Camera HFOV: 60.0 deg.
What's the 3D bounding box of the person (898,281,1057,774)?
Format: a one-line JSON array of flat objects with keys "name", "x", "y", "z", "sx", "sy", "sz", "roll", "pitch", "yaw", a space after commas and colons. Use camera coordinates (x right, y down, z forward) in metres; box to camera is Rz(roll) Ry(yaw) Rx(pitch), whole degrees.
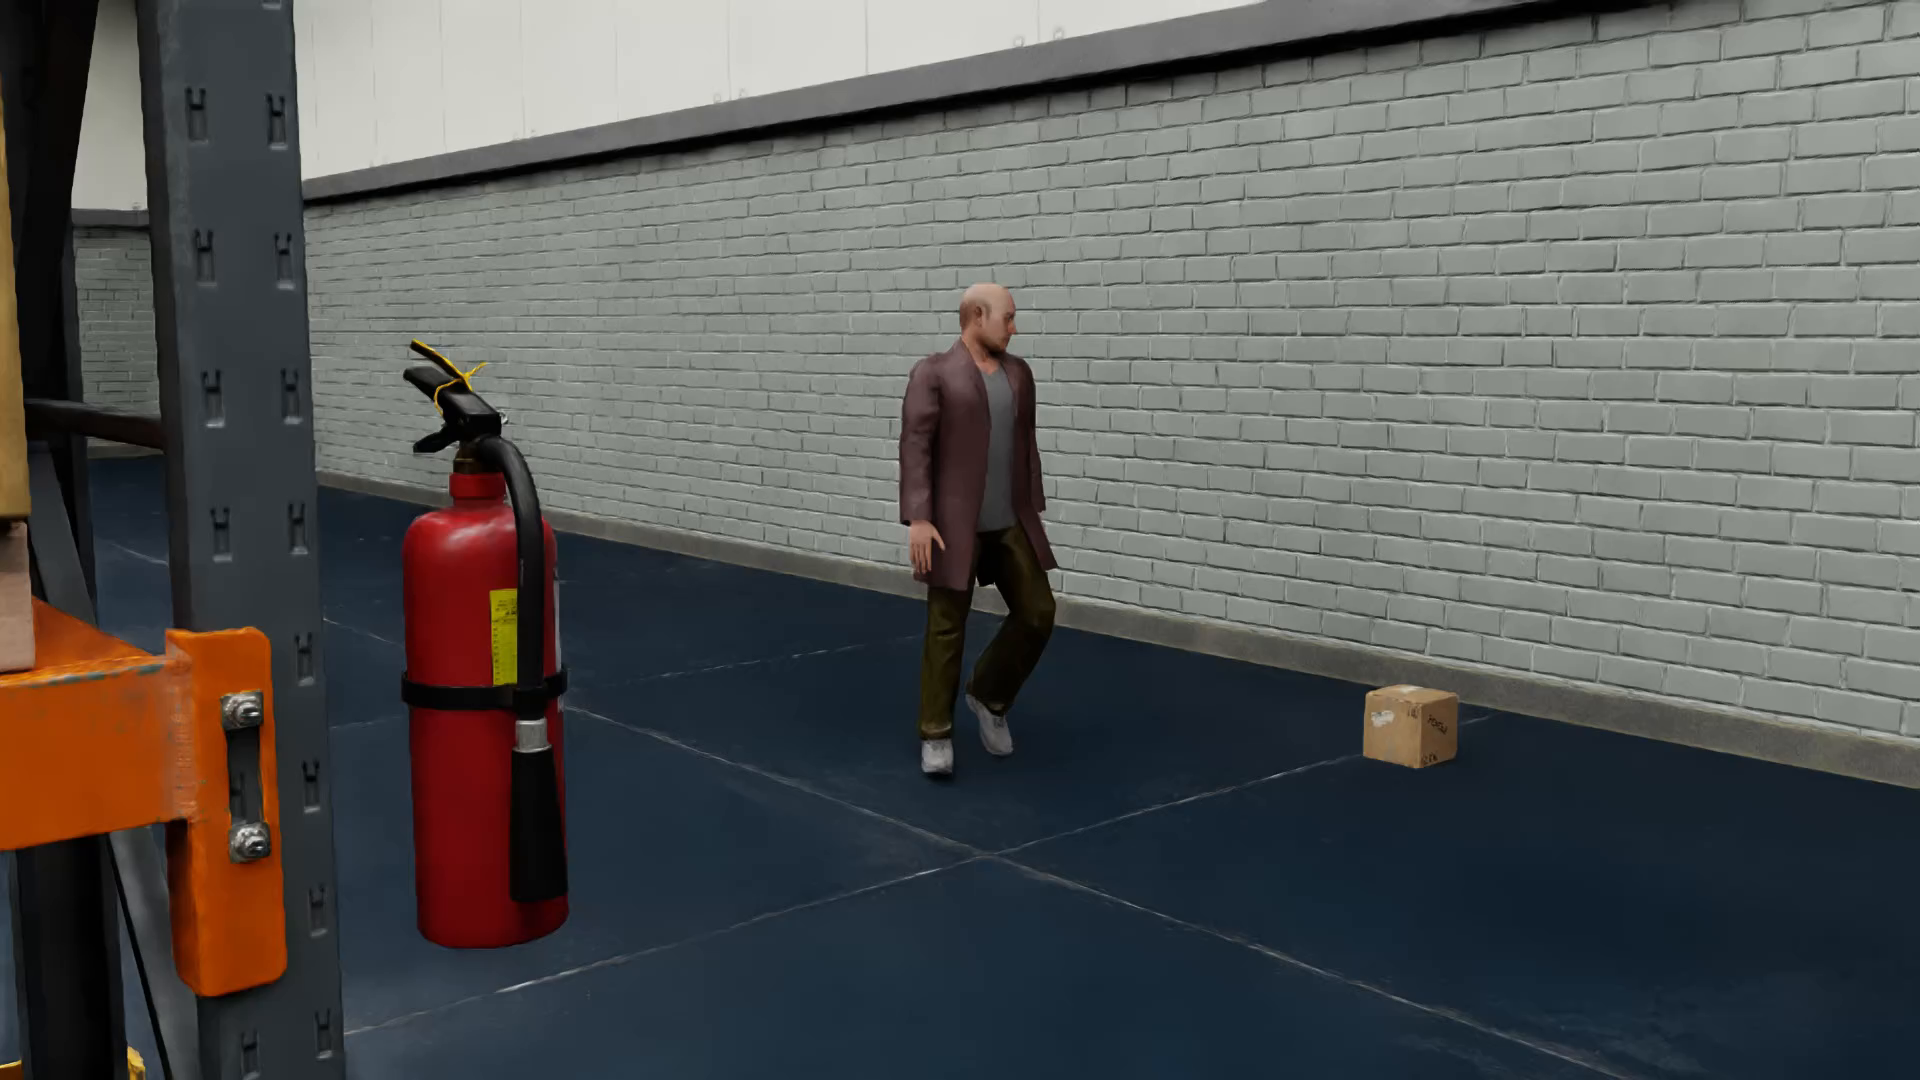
[{"name": "person", "x": 0.038, "y": -0.061, "z": 6.182, "sx": 0.650, "sy": 1.779, "sz": 0.506, "roll": -4, "pitch": 8, "yaw": -28}]
